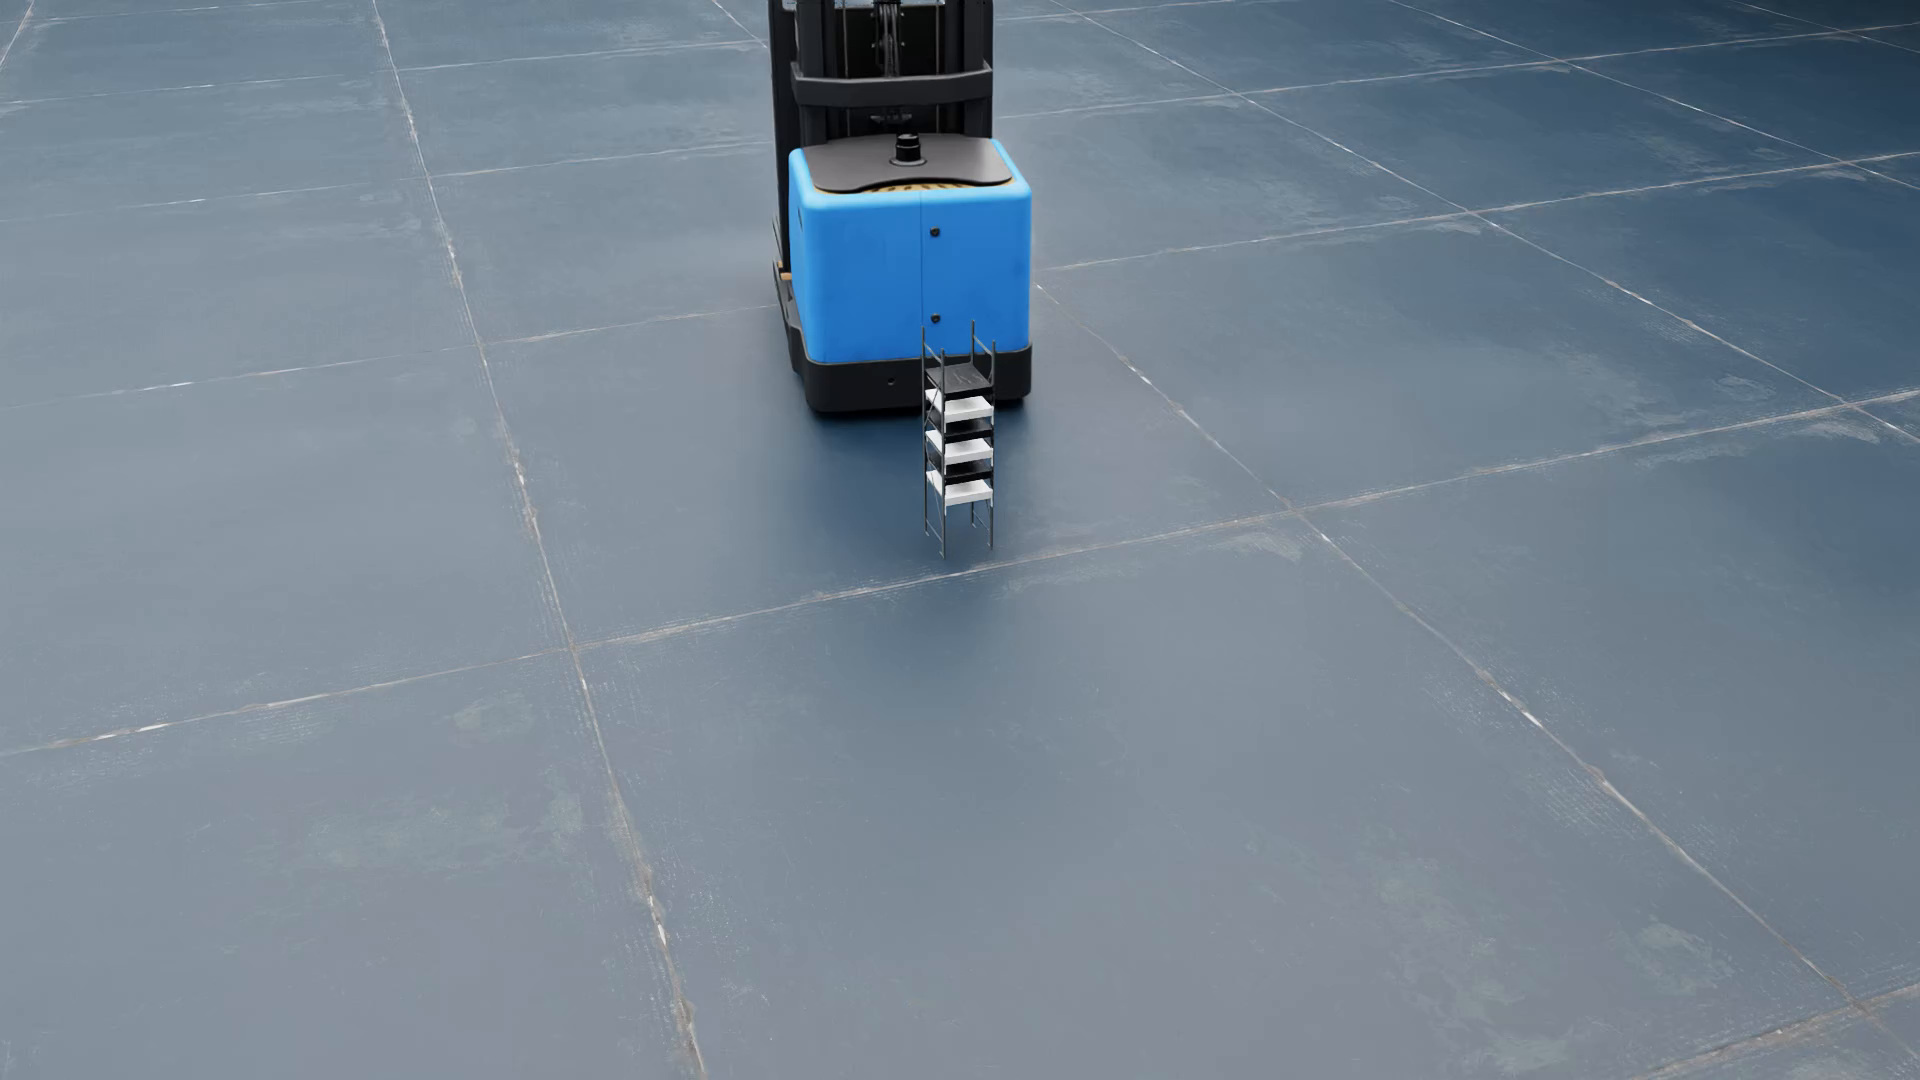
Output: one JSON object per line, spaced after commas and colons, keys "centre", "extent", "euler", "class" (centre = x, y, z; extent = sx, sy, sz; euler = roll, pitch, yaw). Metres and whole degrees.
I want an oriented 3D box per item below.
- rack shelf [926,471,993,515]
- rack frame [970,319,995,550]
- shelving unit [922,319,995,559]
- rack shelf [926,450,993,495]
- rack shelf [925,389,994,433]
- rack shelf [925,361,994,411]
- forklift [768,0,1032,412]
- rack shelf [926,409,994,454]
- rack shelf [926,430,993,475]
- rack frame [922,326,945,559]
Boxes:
{"centre": [-0.008, -0.204, 6.630], "extent": [0.200, 0.077, 0.258], "euler": [-10, 31, -18], "class": "rack shelf"}
{"centre": [0.088, -0.407, 6.556], "extent": [0.006, 0.900, 0.240], "euler": [-10, 31, -18], "class": "rack frame"}
{"centre": [-0.008, -0.390, 6.525], "extent": [0.210, 0.900, 0.258], "euler": [-10, 31, -18], "class": "shelving unit"}
{"centre": [-0.008, -0.282, 6.586], "extent": [0.200, 0.077, 0.258], "euler": [-10, 31, -18], "class": "rack shelf"}
{"centre": [-0.008, -0.517, 6.452], "extent": [0.200, 0.077, 0.258], "euler": [-10, 31, -18], "class": "rack shelf"}
{"centre": [-0.008, -0.595, 6.408], "extent": [0.200, 0.077, 0.258], "euler": [-10, 31, -18], "class": "rack shelf"}
{"centre": [-0.423, -2.571, 8.302], "extent": [1.130, 2.935, 3.031], "euler": [-5, 30, -8], "class": "forklift"}
{"centre": [-0.008, -0.439, 6.497], "extent": [0.200, 0.077, 0.258], "euler": [-10, 31, -18], "class": "rack shelf"}
{"centre": [-0.008, -0.361, 6.541], "extent": [0.200, 0.077, 0.258], "euler": [-10, 31, -18], "class": "rack shelf"}
{"centre": [-0.103, -0.372, 6.494], "extent": [0.006, 0.900, 0.240], "euler": [-10, 31, -18], "class": "rack frame"}
